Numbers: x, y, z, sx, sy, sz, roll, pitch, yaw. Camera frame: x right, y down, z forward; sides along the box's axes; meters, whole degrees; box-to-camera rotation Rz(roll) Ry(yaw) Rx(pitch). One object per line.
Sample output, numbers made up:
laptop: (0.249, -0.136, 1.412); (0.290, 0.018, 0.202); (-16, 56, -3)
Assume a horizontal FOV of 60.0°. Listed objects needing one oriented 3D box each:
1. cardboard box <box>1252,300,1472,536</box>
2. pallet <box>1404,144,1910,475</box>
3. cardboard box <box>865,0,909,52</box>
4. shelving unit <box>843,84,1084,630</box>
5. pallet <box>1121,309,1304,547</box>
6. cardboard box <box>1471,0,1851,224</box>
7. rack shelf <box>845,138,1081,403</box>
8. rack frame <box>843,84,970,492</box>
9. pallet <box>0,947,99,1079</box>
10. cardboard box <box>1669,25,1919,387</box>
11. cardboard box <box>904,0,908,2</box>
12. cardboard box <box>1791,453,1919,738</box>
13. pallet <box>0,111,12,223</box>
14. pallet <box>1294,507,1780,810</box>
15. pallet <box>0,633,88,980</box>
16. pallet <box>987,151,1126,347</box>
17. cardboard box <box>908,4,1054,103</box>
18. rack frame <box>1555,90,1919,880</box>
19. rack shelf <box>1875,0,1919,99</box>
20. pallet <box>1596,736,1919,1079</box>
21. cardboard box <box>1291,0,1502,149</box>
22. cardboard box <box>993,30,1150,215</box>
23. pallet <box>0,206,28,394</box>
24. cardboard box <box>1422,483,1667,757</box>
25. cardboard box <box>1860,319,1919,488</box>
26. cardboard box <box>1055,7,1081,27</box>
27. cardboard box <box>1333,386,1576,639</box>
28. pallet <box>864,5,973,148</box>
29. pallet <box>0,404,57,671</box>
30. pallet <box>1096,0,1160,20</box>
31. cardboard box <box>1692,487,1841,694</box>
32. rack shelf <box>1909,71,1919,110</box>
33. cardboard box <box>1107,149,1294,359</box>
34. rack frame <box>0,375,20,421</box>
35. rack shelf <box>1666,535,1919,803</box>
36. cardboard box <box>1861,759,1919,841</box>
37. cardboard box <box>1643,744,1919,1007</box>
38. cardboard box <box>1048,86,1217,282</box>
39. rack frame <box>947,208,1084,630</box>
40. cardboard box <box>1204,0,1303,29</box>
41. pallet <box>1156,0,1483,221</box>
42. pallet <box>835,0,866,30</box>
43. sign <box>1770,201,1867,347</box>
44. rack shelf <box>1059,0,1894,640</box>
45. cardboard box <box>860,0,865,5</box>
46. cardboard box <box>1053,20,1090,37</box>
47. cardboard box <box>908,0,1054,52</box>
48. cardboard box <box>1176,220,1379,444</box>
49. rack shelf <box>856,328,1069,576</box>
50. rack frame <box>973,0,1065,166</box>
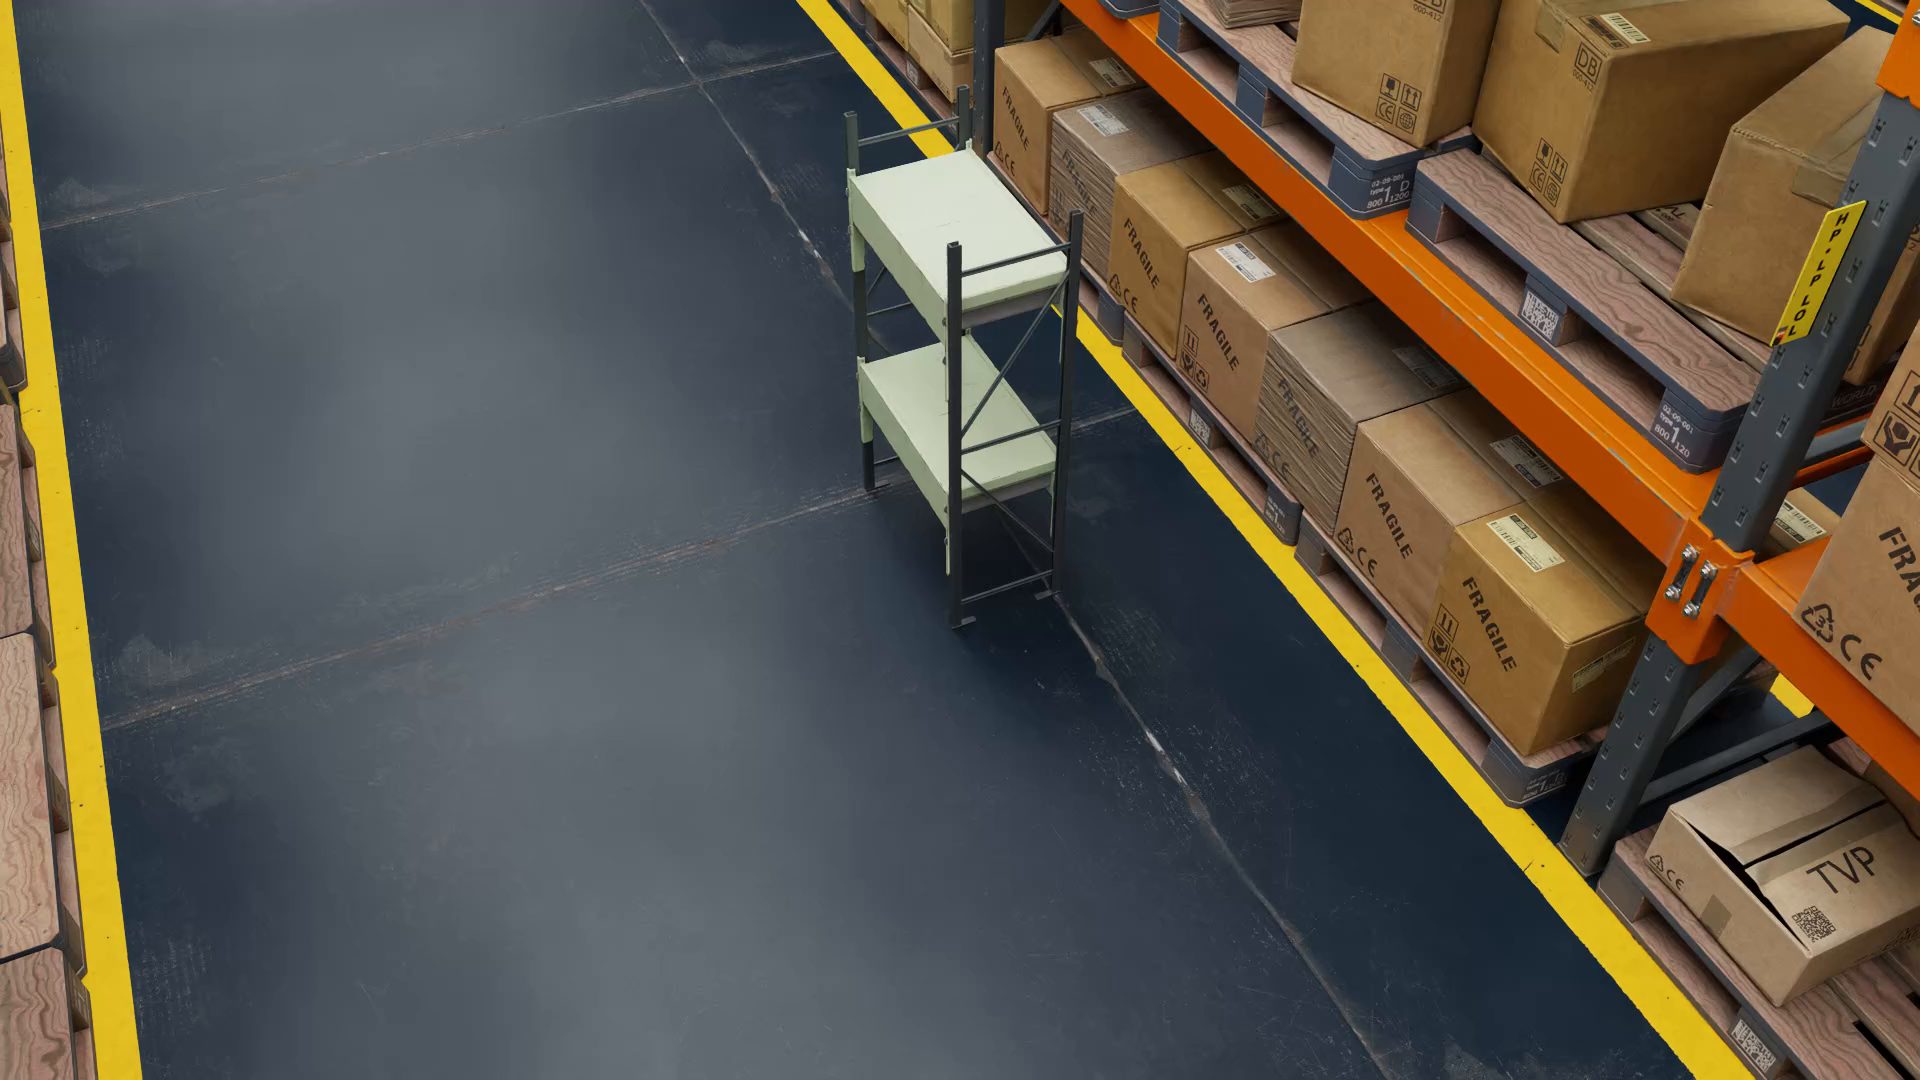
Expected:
cardboard box: (1.337, -0.416, 5.502); (0.500, 0.500, 0.500); (-17, 47, -17)
pallet: (1.978, -0.755, 4.516); (1.003, 0.211, 1.213); (-18, 47, -17)
cardboard box: (-0.129, -2.592, 7.900); (0.500, 0.250, 0.500); (-19, 48, -18)
shelving unit: (-0.003, -0.538, 5.228); (0.431, 1.500, 0.755); (-18, 47, -17)
pallet: (1.322, -0.575, 6.182); (1.003, 0.211, 1.213); (-18, 47, -17)
cardboard box: (1.872, -1.254, 4.515); (0.700, 0.500, 0.500); (-11, 46, -11)
rack shelf: (-0.003, -0.816, 4.953); (0.431, 0.370, 0.720); (-18, 47, -17)
rack frame: (-0.157, -0.771, 5.464); (0.400, 1.500, 0.023); (-18, 47, -17)
pallet: (-2.567, 1.667, 3.910); (1.003, 0.211, 1.213); (-18, 47, -17)
cardboard box: (2.219, -0.835, 4.090); (0.700, 0.500, 0.500); (-34, 54, -30)
cardboard box: (-0.135, -2.792, 7.703); (0.500, 0.311, 0.500); (-19, 48, -18)
cardboard box: (2.182, 0.088, 3.454); (0.500, 0.500, 0.500); (-17, 47, -16)
pallet: (-4.762, -1.659, 7.281); (1.003, 0.211, 1.213); (-18, 47, -17)
pallet: (1.839, 0.204, 5.393); (1.003, 0.211, 1.213); (-18, 47, -17)
pallet: (-3.084, 0.889, 4.699); (1.003, 0.211, 1.213); (-18, 47, -17)
pallet: (0.813, -1.351, 6.969); (1.003, 0.211, 1.213); (-18, 47, -17)
cardboard box: (0.091, -2.265, 7.568); (0.500, 0.250, 0.500); (-17, 47, -16)
rack frame: (2.215, -0.282, 3.900); (1.000, 3.000, 0.127); (-18, 47, -17)
rack shelf: (1.374, -2.368, 4.391); (1.077, 0.370, 4.000); (-18, 47, -17)
pallet: (2.503, 1.149, 4.436); (1.003, 0.211, 1.213); (-18, 47, -17)
cardboard box: (1.416, -1.575, 4.840); (0.700, 0.500, 0.500); (-30, 52, -27)
cardboard box: (0.465, -1.723, 6.827); (0.500, 0.500, 0.500); (-16, 47, -16)
pallet: (-4.253, -0.883, 6.495); (1.003, 0.211, 1.213); (-18, 47, -17)
cardboard box: (1.748, 0.222, 4.856); (0.500, 0.500, 0.500); (-18, 47, -18)
cardboard box: (2.158, -0.290, 3.125); (0.500, 0.500, 0.500); (-17, 47, -16)
cardboard box: (0.579, -2.622, 7.531); (0.500, 0.311, 0.500); (-17, 47, -16)
cardboard box: (1.547, -0.096, 5.178); (0.500, 0.500, 0.500); (-18, 47, -17)
pallet: (0.222, -2.374, 8.006); (1.003, 0.211, 1.213); (-18, 47, -17)
pallet: (-3.593, 0.112, 5.486); (1.003, 0.211, 1.213); (-18, 47, -17)
pallet: (0.882, -2.351, 6.134); (1.213, 0.211, 1.003); (-18, 47, -17)
cardboard box: (2.233, 0.071, 5.009); (0.500, 0.500, 0.500); (-20, 48, -19)
rack shelf: (3.056, 0.181, 1.807); (1.077, 0.370, 4.000); (-18, 47, -17)
cardboard box: (0.897, -1.070, 6.165); (0.500, 0.500, 0.500); (-19, 48, -18)
rack frame: (-3.963, -1.370, 5.003); (1.000, 3.000, 0.127); (-18, 47, -17)
rack shelf: (3.056, 1.249, 2.861); (1.077, 0.370, 4.000); (-18, 47, -17)
cardboard box: (2.712, 0.731, 4.340); (0.500, 0.500, 0.500); (-18, 47, -17)
cardboard box: (2.195, 0.850, 4.354); (0.500, 0.311, 0.500); (-18, 47, -17)
cardboard box: (0.691, -1.391, 6.491); (0.500, 0.500, 0.500); (-20, 48, -19)
rack frame: (0.151, -0.305, 4.991); (0.400, 1.500, 0.023); (-18, 47, -17)
cardboard box: (1.112, -2.009, 5.280); (0.700, 0.500, 0.500); (-10, 45, -10)
pallet: (1.355, -1.525, 5.296); (1.003, 0.211, 1.213); (-18, 47, -17)
pallet: (-0.287, -3.151, 8.793); (1.003, 0.211, 1.213); (-18, 47, -17)
sign: (1.713, -0.528, 3.325); (0.100, 0.325, 0.005); (-18, 47, -17)
rack shelf: (1.374, -1.300, 5.444); (1.077, 0.370, 4.000); (-18, 47, -17)
cardboard box: (-0.338, -2.914, 8.226); (0.500, 0.250, 0.500); (-17, 47, -17)
cardboard box: (0.579, -2.422, 7.728); (0.500, 0.250, 0.500); (-18, 47, -18)
cardboard box: (0.090, -2.462, 7.369); (0.500, 0.311, 0.500); (-17, 47, -16)
cardboard box: (1.121, -0.739, 5.830); (0.500, 0.500, 0.500); (-20, 48, -19)
rack shelf: (-0.003, -0.306, 5.457); (0.431, 0.370, 0.720); (-18, 47, -17)
rack frame: (0.533, -2.831, 6.483); (1.000, 3.000, 0.127); (-18, 47, -17)
